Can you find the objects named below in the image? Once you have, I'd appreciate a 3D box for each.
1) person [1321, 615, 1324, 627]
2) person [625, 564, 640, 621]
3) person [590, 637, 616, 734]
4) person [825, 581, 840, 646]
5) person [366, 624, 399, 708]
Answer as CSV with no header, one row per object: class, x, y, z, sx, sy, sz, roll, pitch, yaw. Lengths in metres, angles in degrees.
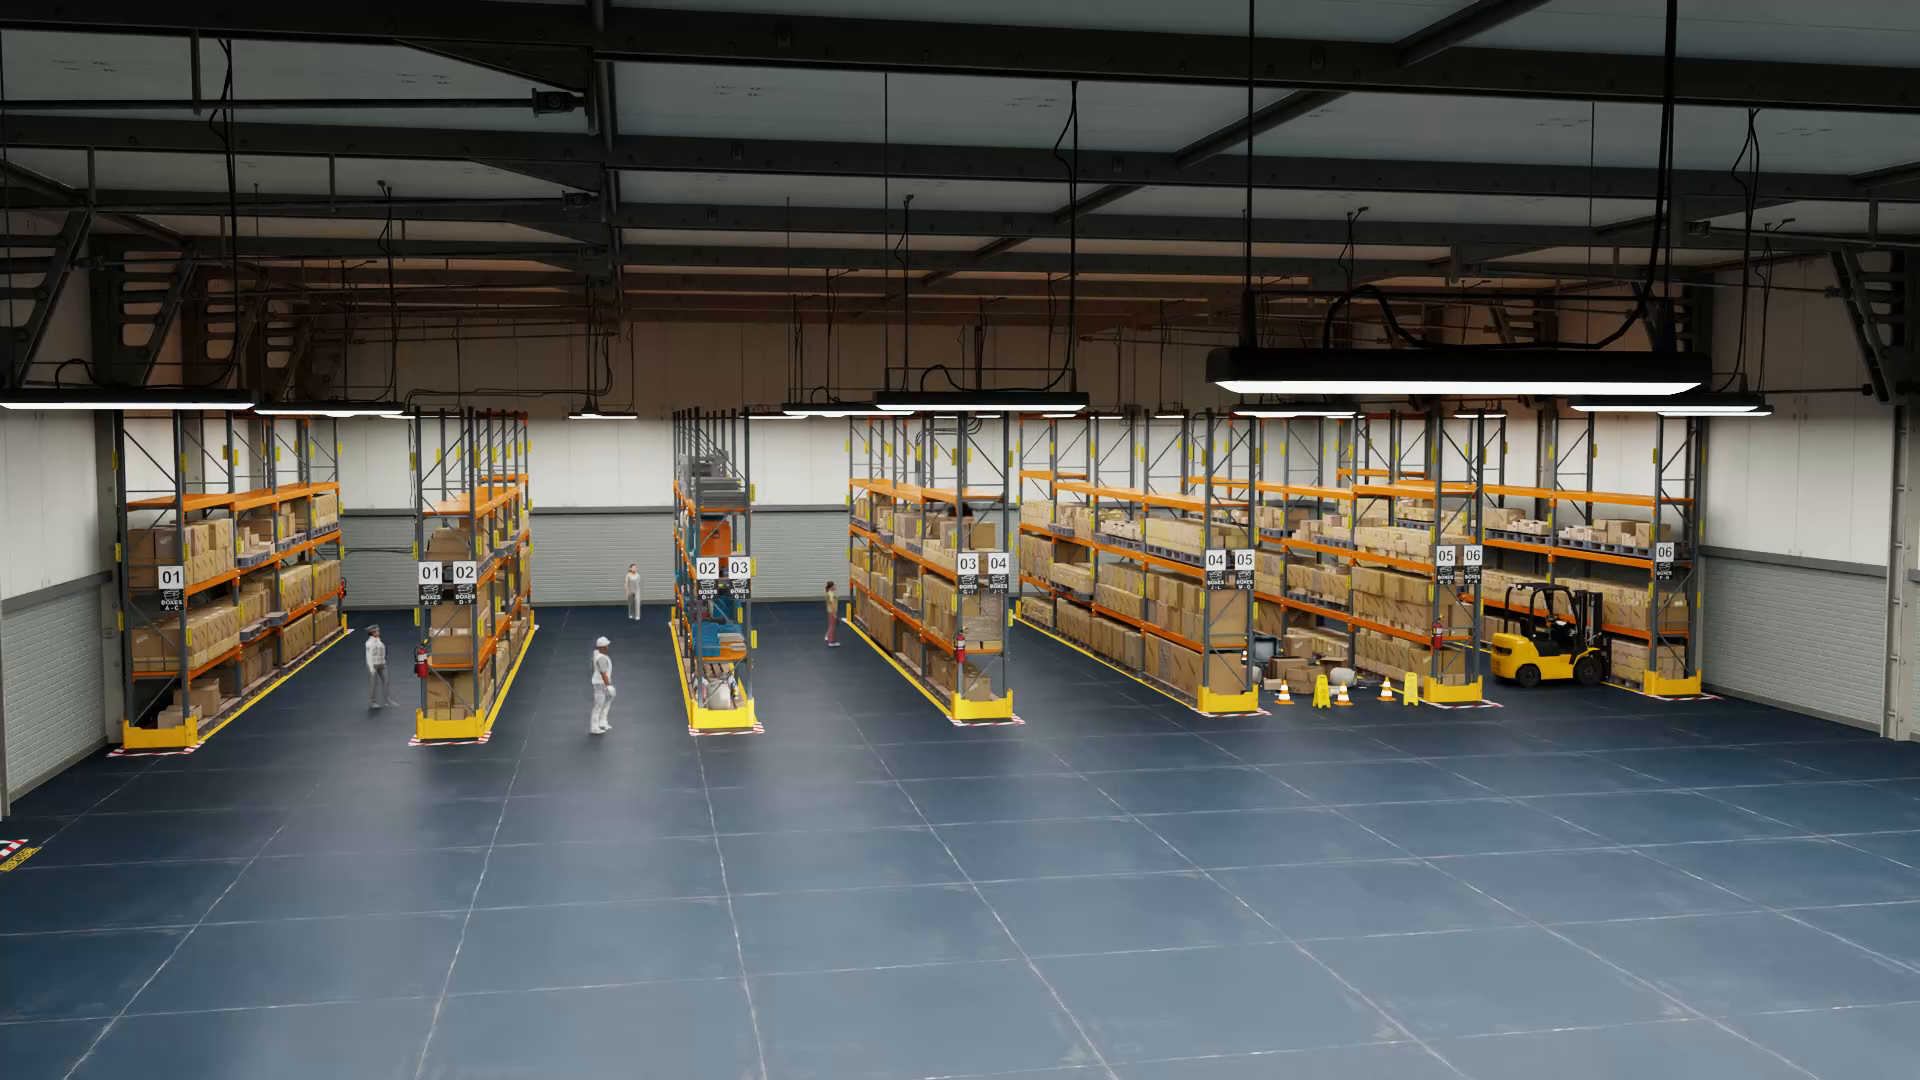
person,9.851,1.647,45.813,0.374,1.646,0.542,0,4,-4
person,-9.403,1.497,47.801,0.434,1.616,1.029,-1,4,-12
person,-6.588,2.665,30.722,0.490,1.795,0.724,-1,4,-9
person,-3.246,1.866,42.424,0.403,1.667,0.501,-1,4,-14
person,-11.593,2.519,33.286,0.545,1.688,0.550,2,5,27
